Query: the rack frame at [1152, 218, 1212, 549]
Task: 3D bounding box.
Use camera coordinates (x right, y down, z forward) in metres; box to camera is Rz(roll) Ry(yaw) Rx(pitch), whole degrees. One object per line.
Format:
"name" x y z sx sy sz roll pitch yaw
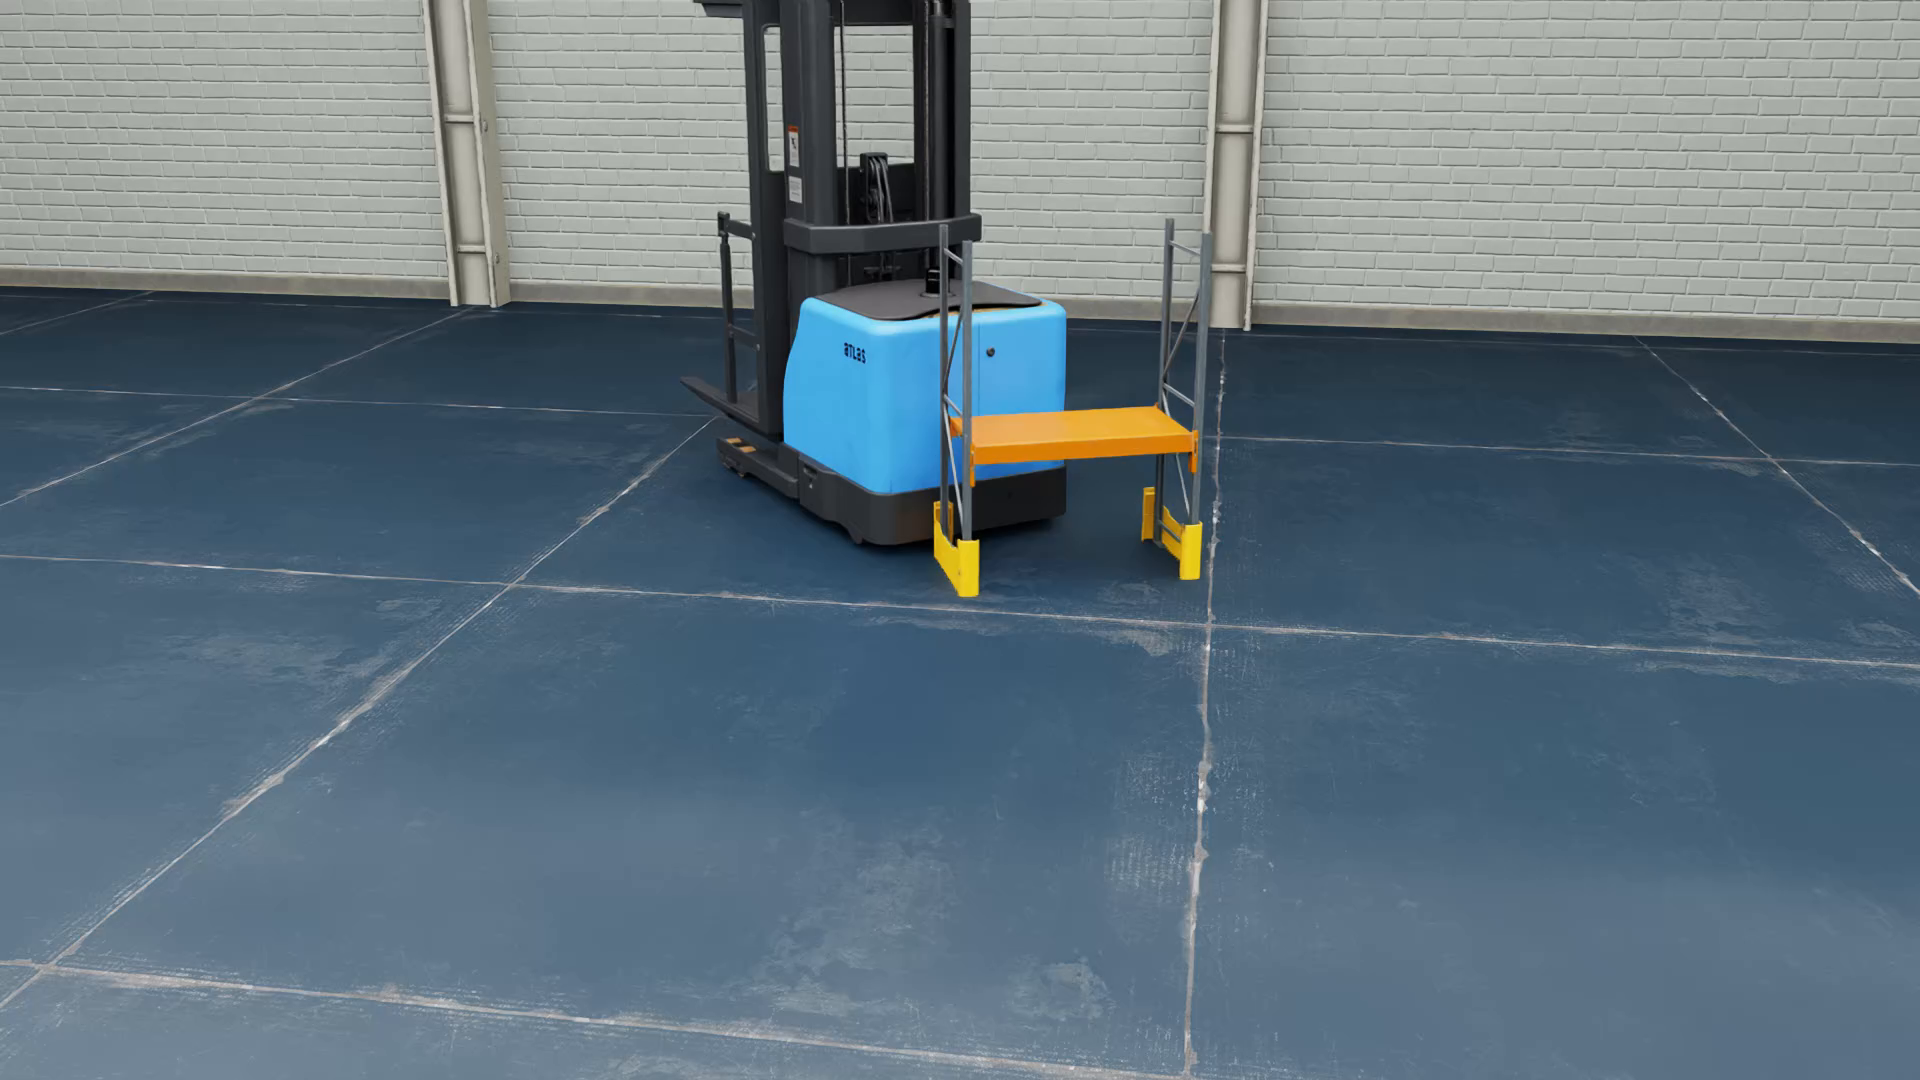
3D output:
"rack frame" 0.971 -0.629 7.319 0.032 1.500 0.500 -4 19 -12

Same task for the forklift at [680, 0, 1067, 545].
"forklift" -0.653 -1.785 8.519 1.130 2.935 3.031 -10 21 -28

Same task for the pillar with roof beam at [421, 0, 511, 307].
"pillar with roof beam" -4.590 -4.854 8.129 0.400 9.000 9.100 3 19 9

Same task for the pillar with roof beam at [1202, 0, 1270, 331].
"pillar with roof beam" 1.334 -4.552 7.226 0.400 9.000 9.100 3 19 9

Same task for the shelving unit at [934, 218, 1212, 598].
"shelving unit" 0.467 -0.593 7.212 1.083 1.500 0.587 -4 19 -12

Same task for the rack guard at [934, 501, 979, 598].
"rack guard" -0.019 0.034 7.307 0.087 0.250 0.587 -4 19 -12

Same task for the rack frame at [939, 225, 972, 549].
"rack frame" -0.021 -0.558 7.108 0.032 1.500 0.500 -4 19 -12

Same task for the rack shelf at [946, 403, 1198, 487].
"rack shelf" 0.475 -0.423 7.271 1.000 0.185 0.538 -4 19 -12

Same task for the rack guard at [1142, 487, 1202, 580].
"rack guard" 0.952 -0.035 7.514 0.087 0.250 0.587 -4 19 -12
